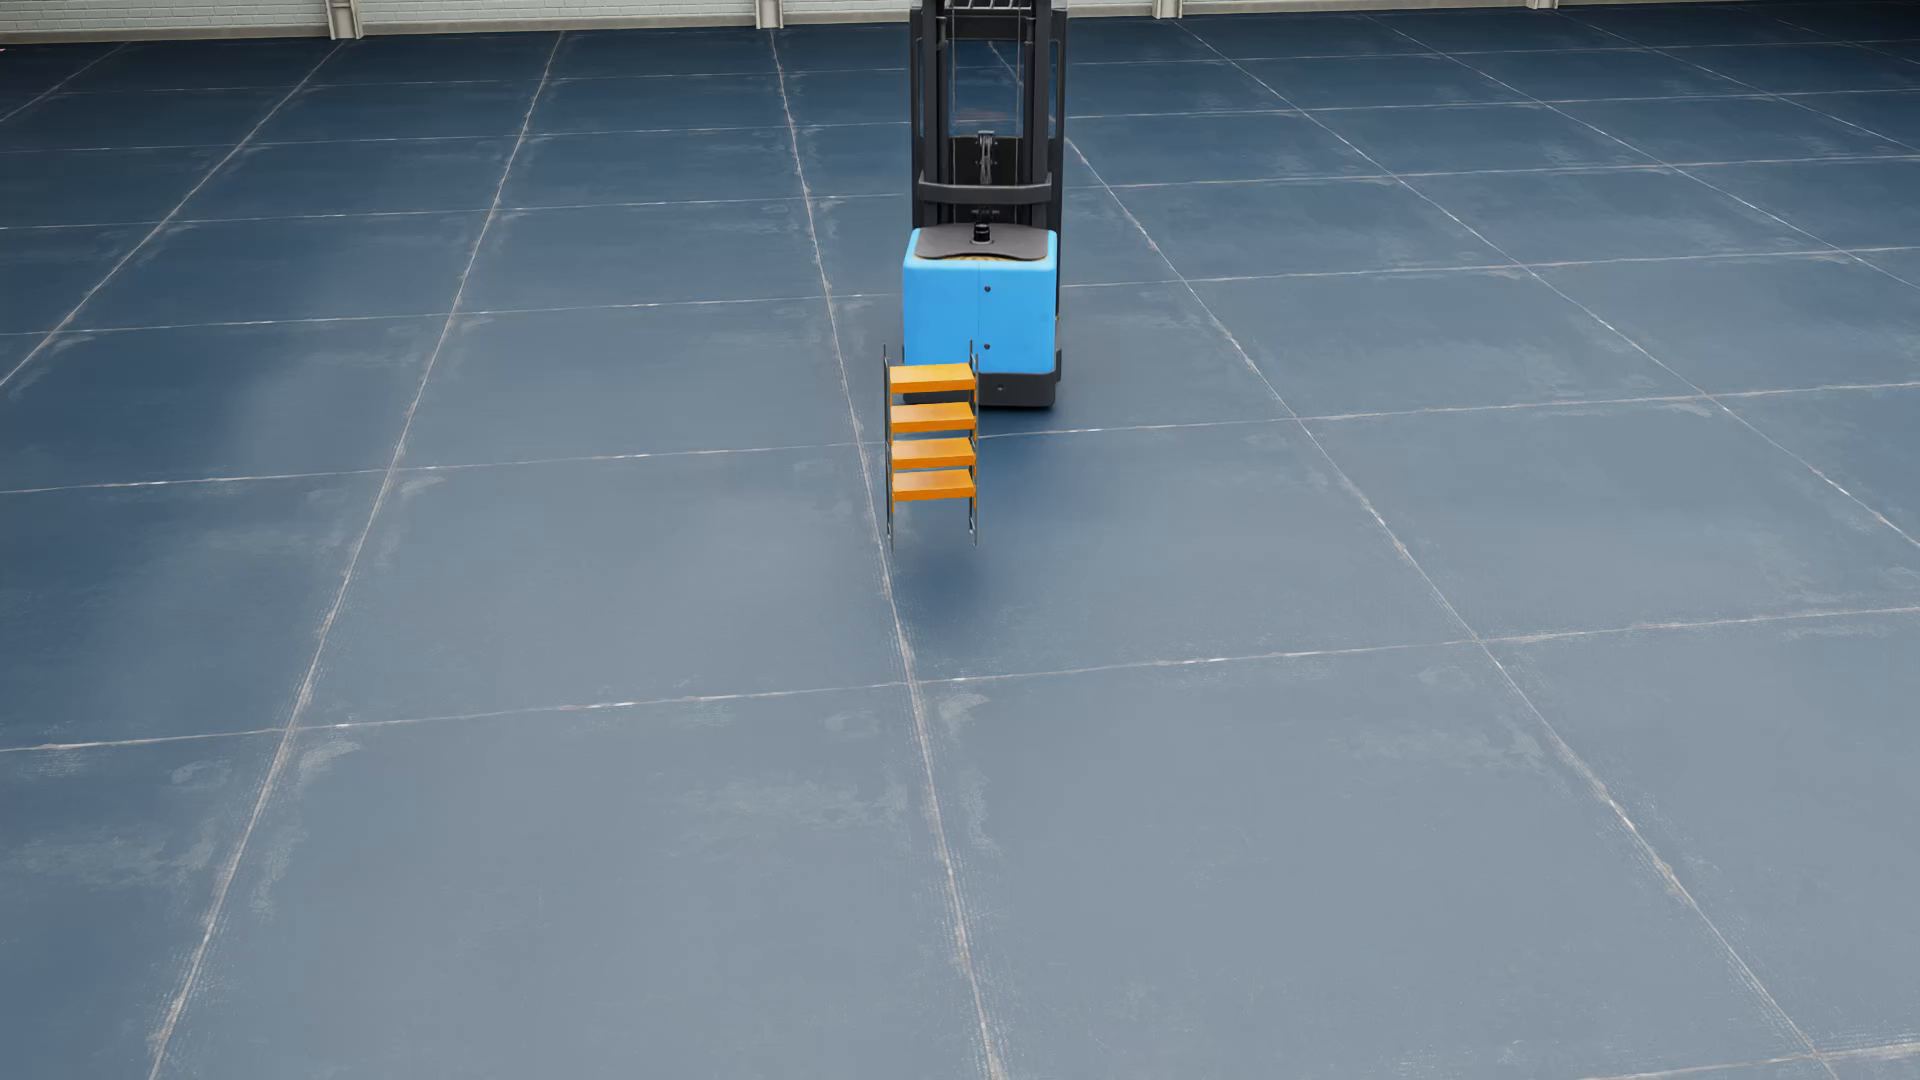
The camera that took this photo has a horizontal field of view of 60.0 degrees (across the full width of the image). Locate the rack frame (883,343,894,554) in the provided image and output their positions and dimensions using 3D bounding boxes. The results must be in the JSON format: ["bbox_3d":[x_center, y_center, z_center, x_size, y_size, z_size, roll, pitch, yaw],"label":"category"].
[{"bbox_3d":[-0.406,-0.508,9.425,0.015,1.200,0.240,-4,27,-7],"label":"rack frame"}]

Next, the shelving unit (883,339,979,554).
[{"bbox_3d":[-0.164,-0.523,9.456,0.503,1.200,0.258,-4,27,-7],"label":"shelving unit"}]

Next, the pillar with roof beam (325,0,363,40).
[{"bbox_3d":[-8.145,-9.238,17.896,0.400,9.000,9.100,-4,27,-7],"label":"pillar with roof beam"}]

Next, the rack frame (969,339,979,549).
[{"bbox_3d":[0.078,-0.539,9.486,0.015,1.200,0.240,-4,27,-7],"label":"rack frame"}]

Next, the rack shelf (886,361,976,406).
[{"bbox_3d":[-0.164,-0.873,9.276,0.480,0.148,0.258,-4,27,-7],"label":"rack shelf"}]

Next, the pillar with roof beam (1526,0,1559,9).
[{"bbox_3d":[9.679,-10.383,20.128,0.400,9.000,9.100,-4,27,-7],"label":"pillar with roof beam"}]

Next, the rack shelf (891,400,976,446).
[{"bbox_3d":[-0.164,-0.662,9.384,0.480,0.148,0.258,-4,27,-7],"label":"rack shelf"}]

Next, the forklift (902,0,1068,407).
[{"bbox_3d":[0.210,-2.852,12.098,1.130,2.935,3.031,1,27,3],"label":"forklift"}]

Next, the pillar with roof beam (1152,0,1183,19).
[{"bbox_3d":[3.738,-10.001,19.384,0.400,9.000,9.100,-4,27,-7],"label":"pillar with roof beam"}]

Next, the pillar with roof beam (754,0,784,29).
[{"bbox_3d":[-2.204,-9.619,18.640,0.400,9.000,9.100,-4,27,-7],"label":"pillar with roof beam"}]

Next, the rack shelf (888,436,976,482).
[{"bbox_3d":[-0.164,-0.463,9.486,0.480,0.148,0.258,-4,27,-7],"label":"rack shelf"}]

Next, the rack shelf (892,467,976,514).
[{"bbox_3d":[-0.164,-0.287,9.577,0.480,0.148,0.258,-4,27,-7],"label":"rack shelf"}]
